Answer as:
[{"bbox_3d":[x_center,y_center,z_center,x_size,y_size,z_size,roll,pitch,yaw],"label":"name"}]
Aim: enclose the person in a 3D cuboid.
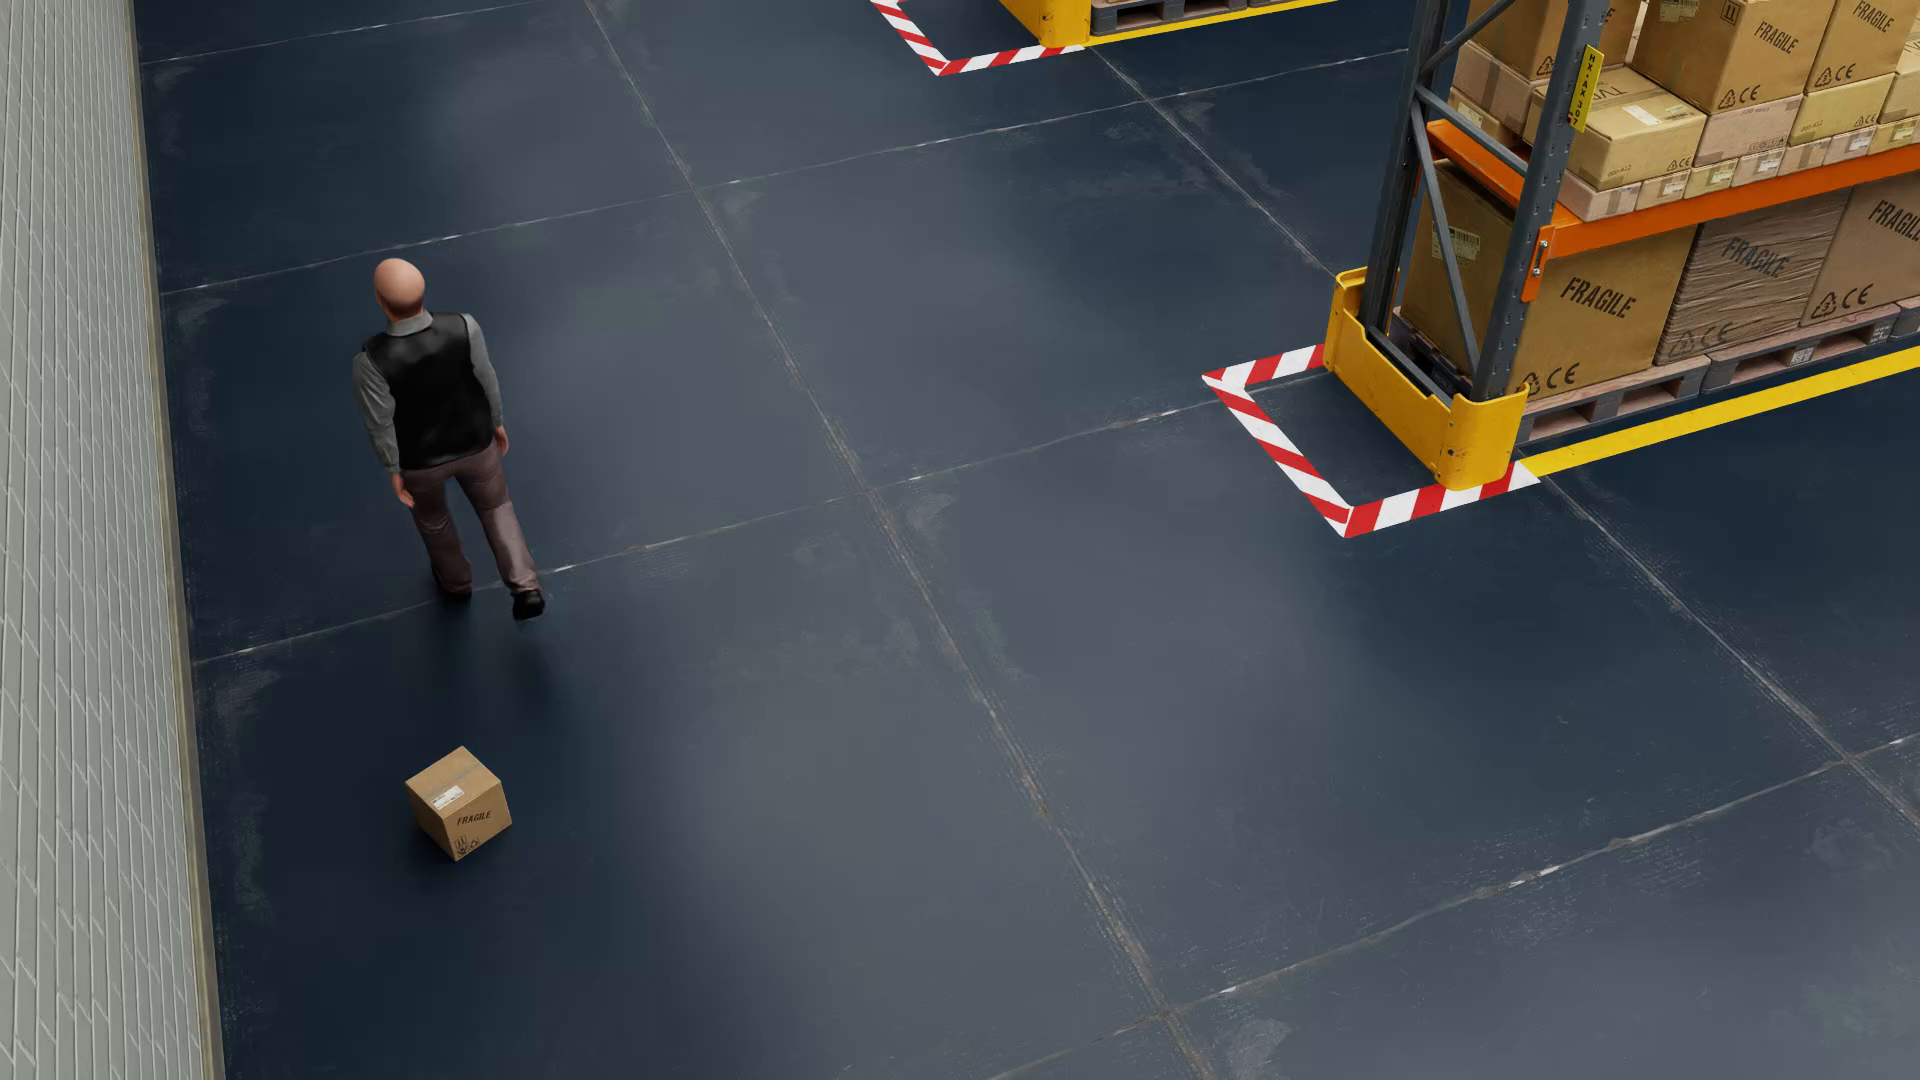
[{"bbox_3d":[-2.024,-0.342,6.551,0.536,1.702,0.796,-23,46,-24],"label":"person"}]
